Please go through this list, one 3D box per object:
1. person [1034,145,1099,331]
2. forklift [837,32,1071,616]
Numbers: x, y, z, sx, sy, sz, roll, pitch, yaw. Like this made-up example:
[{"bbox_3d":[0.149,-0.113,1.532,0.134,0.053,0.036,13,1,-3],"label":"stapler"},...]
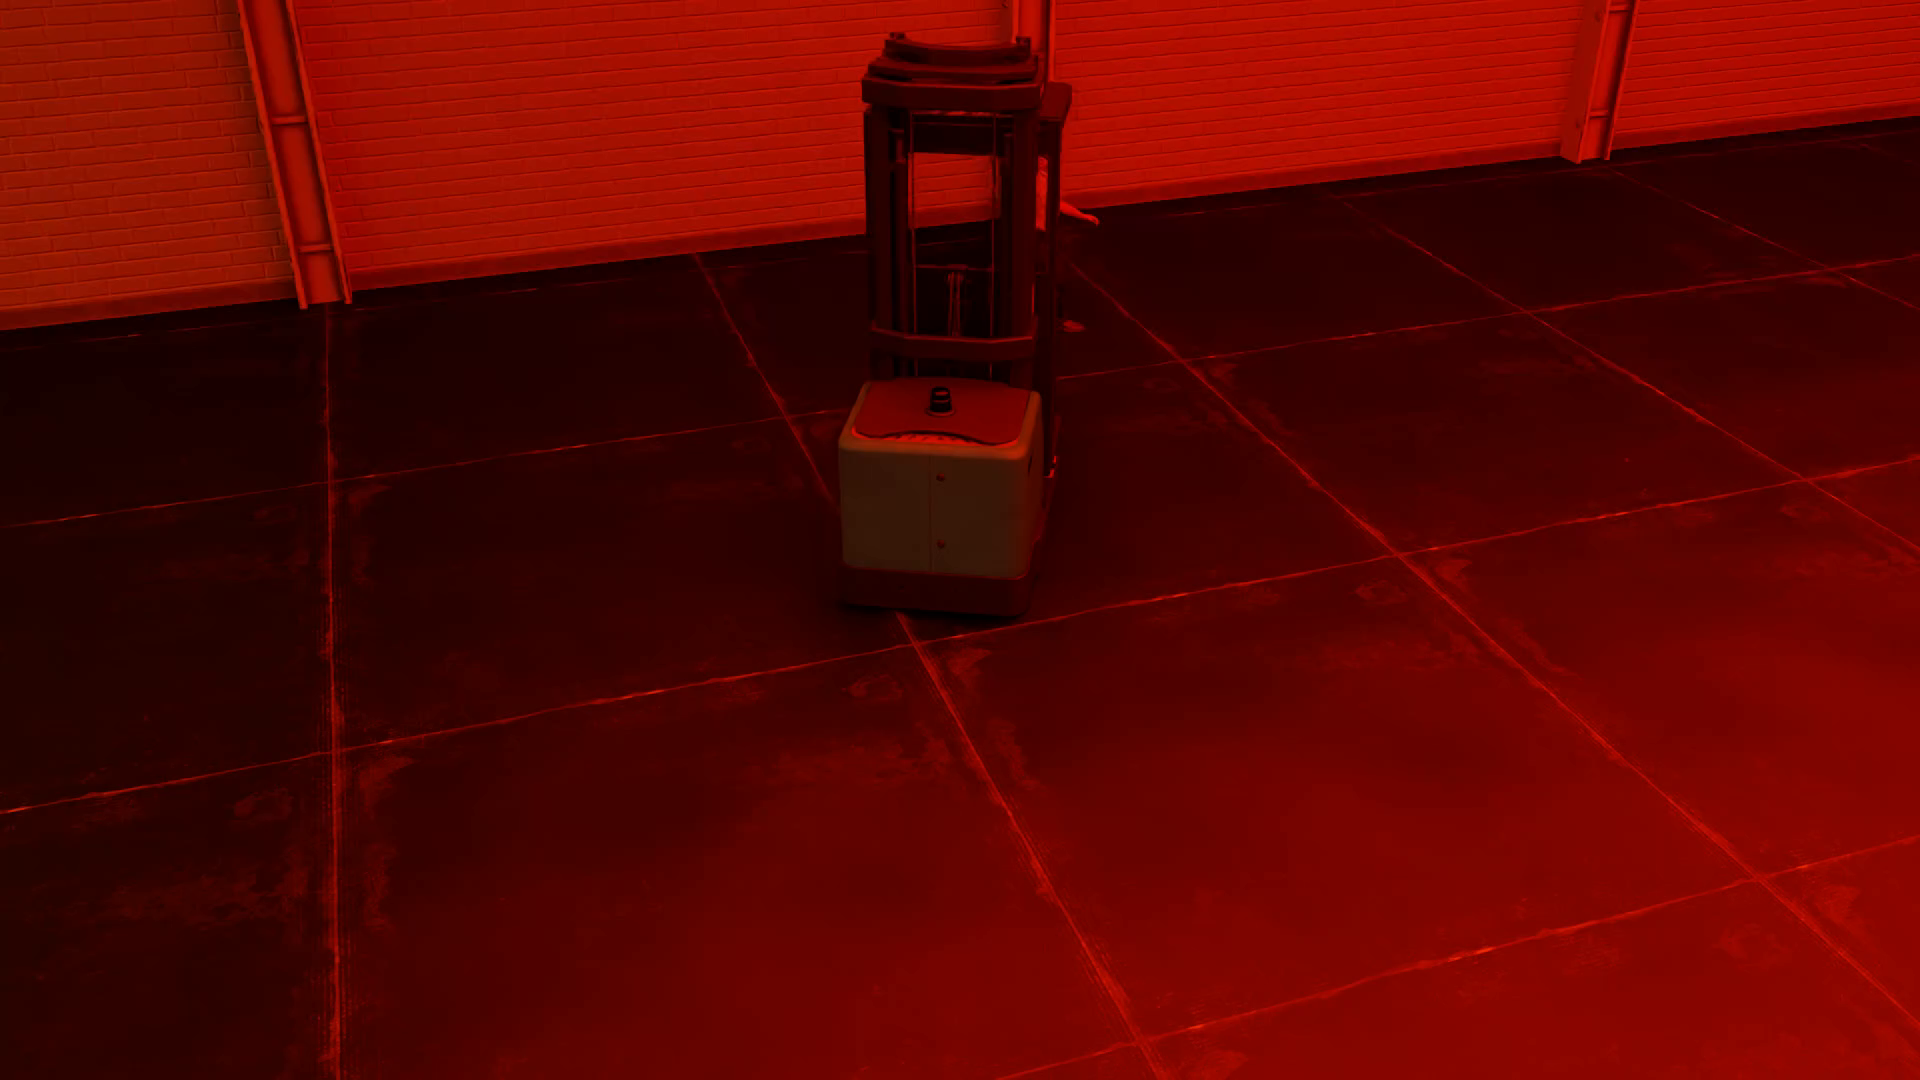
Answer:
[{"bbox_3d":[0.638,-2.205,12.368,0.787,1.533,0.747,1,30,1],"label":"person"},{"bbox_3d":[0.047,-1.565,9.806,1.130,2.935,3.031,4,30,7],"label":"forklift"}]
